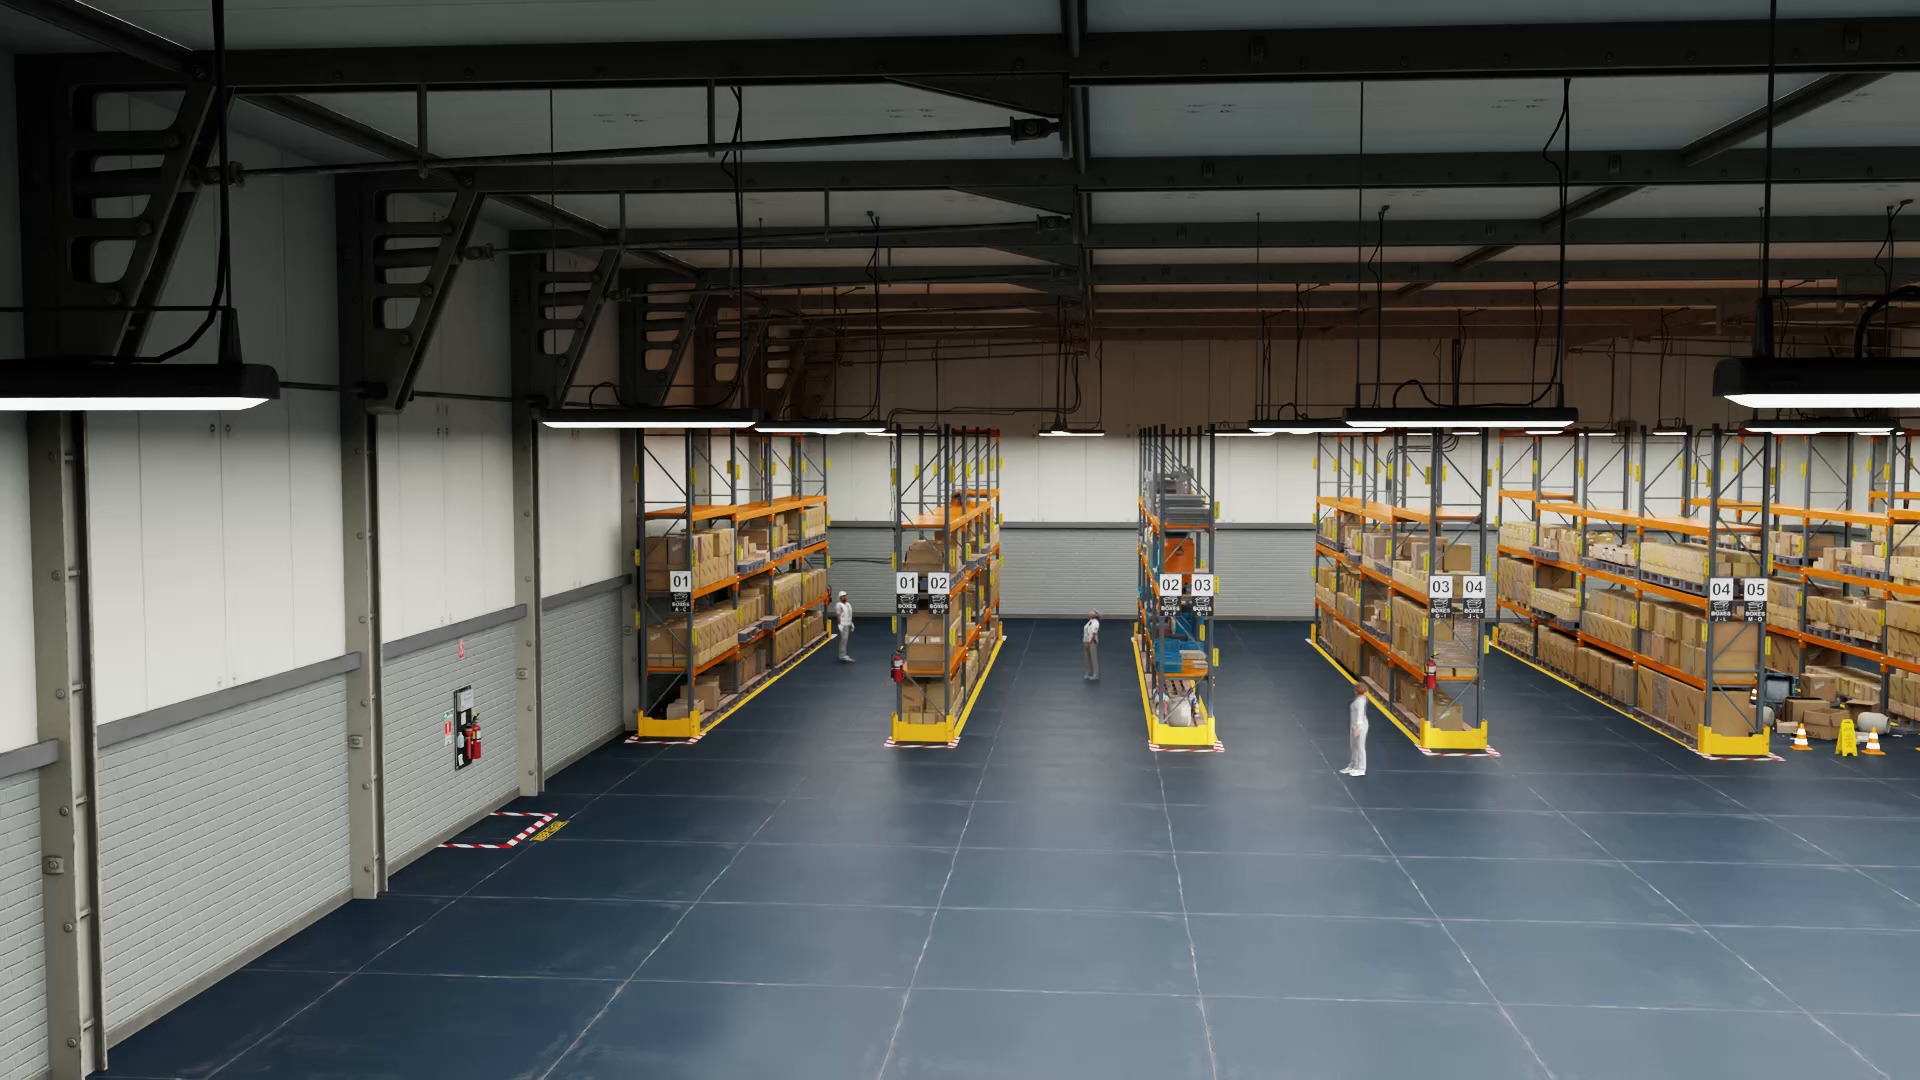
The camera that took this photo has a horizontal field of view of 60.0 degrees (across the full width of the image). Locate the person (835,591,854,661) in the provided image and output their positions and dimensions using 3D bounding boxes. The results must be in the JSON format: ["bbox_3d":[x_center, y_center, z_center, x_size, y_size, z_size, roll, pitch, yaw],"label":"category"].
[{"bbox_3d":[-2.959,2.211,43.009,0.478,1.769,0.599,1,4,14],"label":"person"}]

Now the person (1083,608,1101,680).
[{"bbox_3d":[3.093,2.470,39.670,0.511,1.704,0.508,-2,4,-33],"label":"person"}]

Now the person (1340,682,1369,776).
[{"bbox_3d":[6.743,3.204,28.299,0.388,1.602,0.467,-1,4,-9],"label":"person"}]
